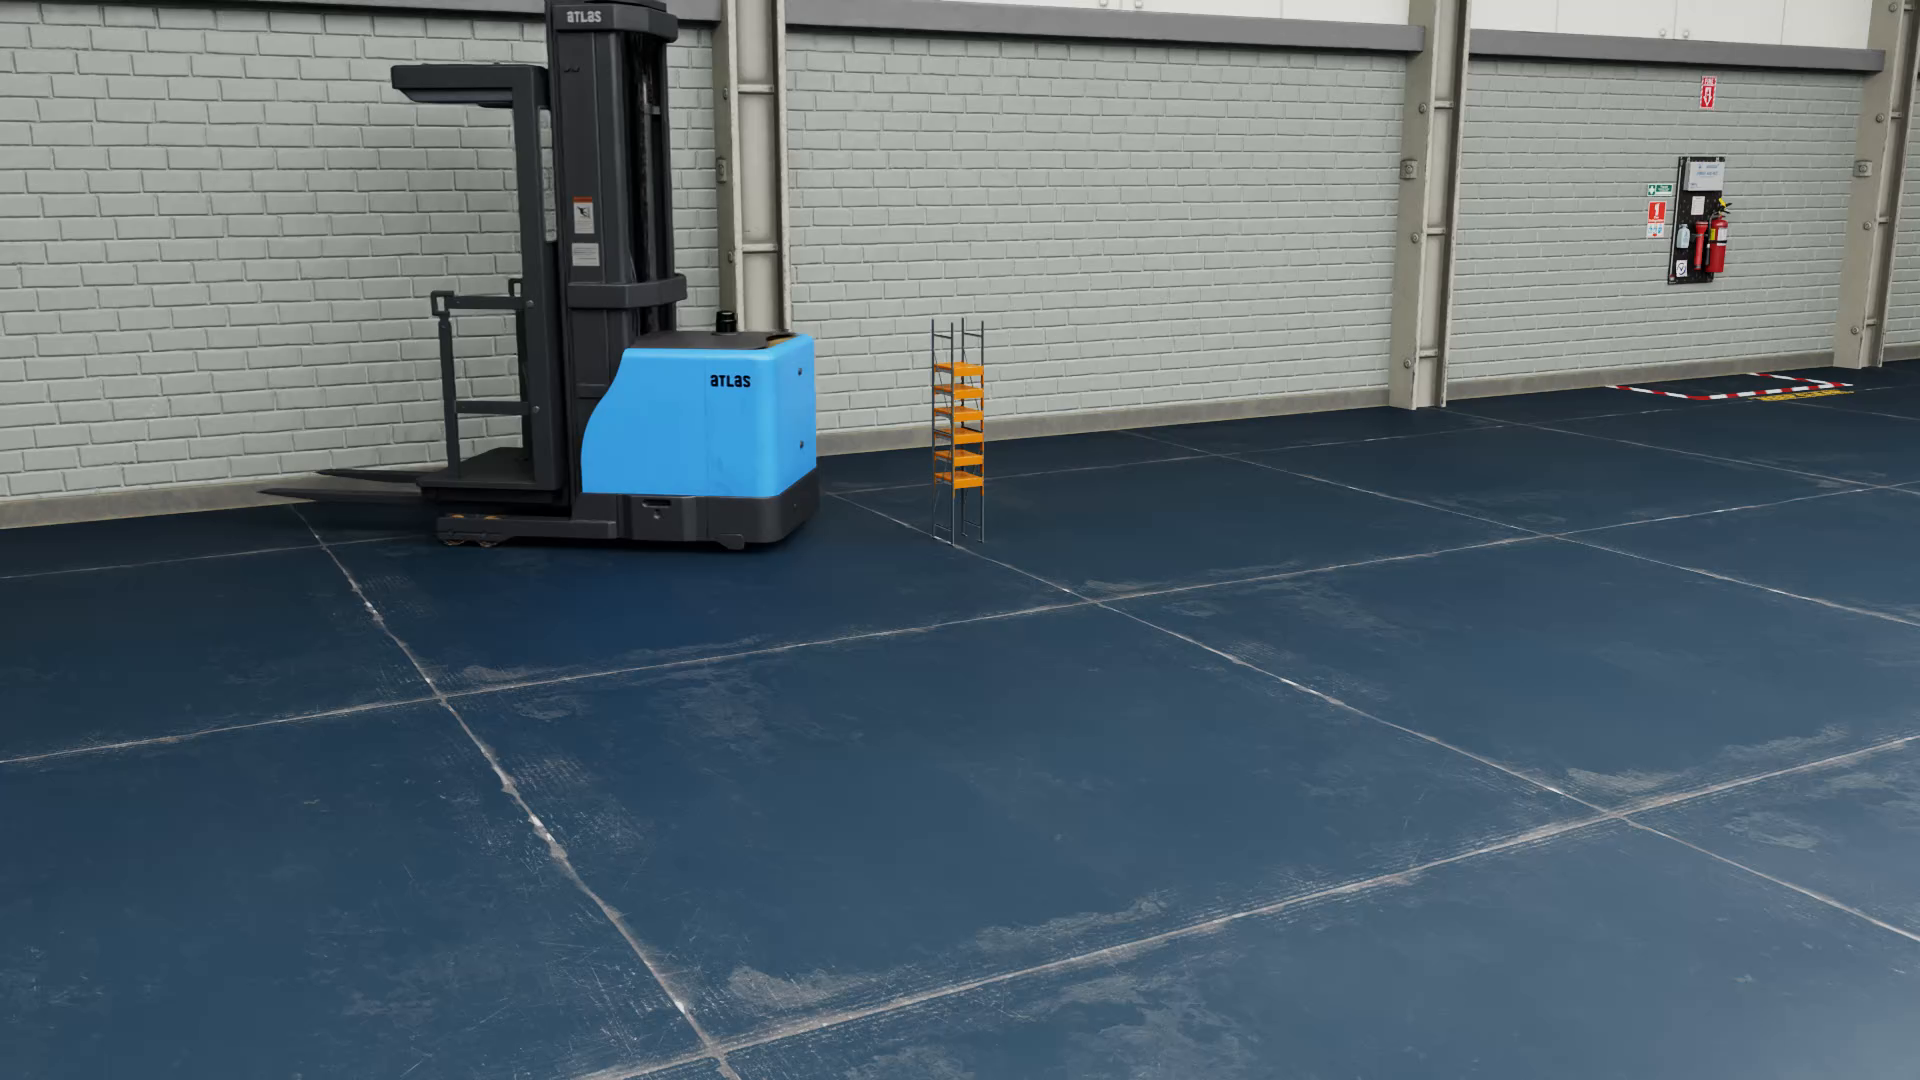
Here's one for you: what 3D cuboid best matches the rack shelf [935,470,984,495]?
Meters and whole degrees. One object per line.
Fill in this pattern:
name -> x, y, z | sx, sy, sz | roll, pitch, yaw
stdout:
rack shelf -> -0.013, -0.306, 9.033 | 0.180, 0.103, 0.258 | -7, 14, -28

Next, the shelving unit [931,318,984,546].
shelving unit -> -0.013, -0.584, 8.971 | 0.189, 1.200, 0.258 | -7, 14, -28

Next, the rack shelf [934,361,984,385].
rack shelf -> -0.013, -0.892, 8.901 | 0.180, 0.103, 0.258 | -7, 14, -28

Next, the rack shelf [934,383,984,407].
rack shelf -> -0.013, -0.775, 8.928 | 0.180, 0.103, 0.258 | -7, 14, -28

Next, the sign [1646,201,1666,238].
sign -> 6.440, -2.967, 15.380 | 0.234, 0.329, 0.001 | -7, 14, -28

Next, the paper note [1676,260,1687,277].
paper note -> 6.786, -2.553, 15.627 | 0.142, 0.148, 0.016 | -7, 14, -28

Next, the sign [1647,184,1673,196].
sign -> 6.448, -3.224, 15.316 | 0.331, 0.109, 0.001 | -7, 14, -28

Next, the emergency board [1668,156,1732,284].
emergency board -> 6.975, -2.988, 15.554 | 0.643, 1.169, 0.194 | -7, 14, -28

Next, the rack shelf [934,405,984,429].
rack shelf -> -0.013, -0.658, 8.954 | 0.180, 0.103, 0.258 | -7, 14, -28

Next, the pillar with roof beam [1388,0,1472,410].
pillar with roof beam -> 5.958, -4.706, 9.526 | 0.400, 9.000, 9.100 | -7, 14, -28

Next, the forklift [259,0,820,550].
forklift -> -2.373, -1.504, 9.119 | 3.031, 2.935, 1.130 | 2, 13, 8

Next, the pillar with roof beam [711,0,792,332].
pillar with roof beam -> 0.692, -4.075, 6.722 | 0.400, 9.000, 9.100 | -7, 14, -28

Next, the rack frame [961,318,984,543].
rack frame -> 0.068, -0.593, 9.013 | 0.006, 1.200, 0.240 | -7, 14, -28

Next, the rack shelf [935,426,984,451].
rack shelf -> -0.013, -0.540, 8.980 | 0.180, 0.103, 0.258 | -7, 14, -28

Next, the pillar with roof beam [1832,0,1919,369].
pillar with roof beam -> 11.225, -5.338, 12.331 | 0.400, 9.000, 9.100 | -7, 14, -28

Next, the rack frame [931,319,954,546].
rack frame -> -0.093, -0.574, 8.928 | 0.006, 1.200, 0.240 | -7, 14, -28

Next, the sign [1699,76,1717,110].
sign -> 6.920, -4.137, 15.381 | 0.199, 0.298, 0.001 | -7, 14, -28

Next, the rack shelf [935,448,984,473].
rack shelf -> -0.013, -0.423, 9.007 | 0.180, 0.103, 0.258 | -7, 14, -28
